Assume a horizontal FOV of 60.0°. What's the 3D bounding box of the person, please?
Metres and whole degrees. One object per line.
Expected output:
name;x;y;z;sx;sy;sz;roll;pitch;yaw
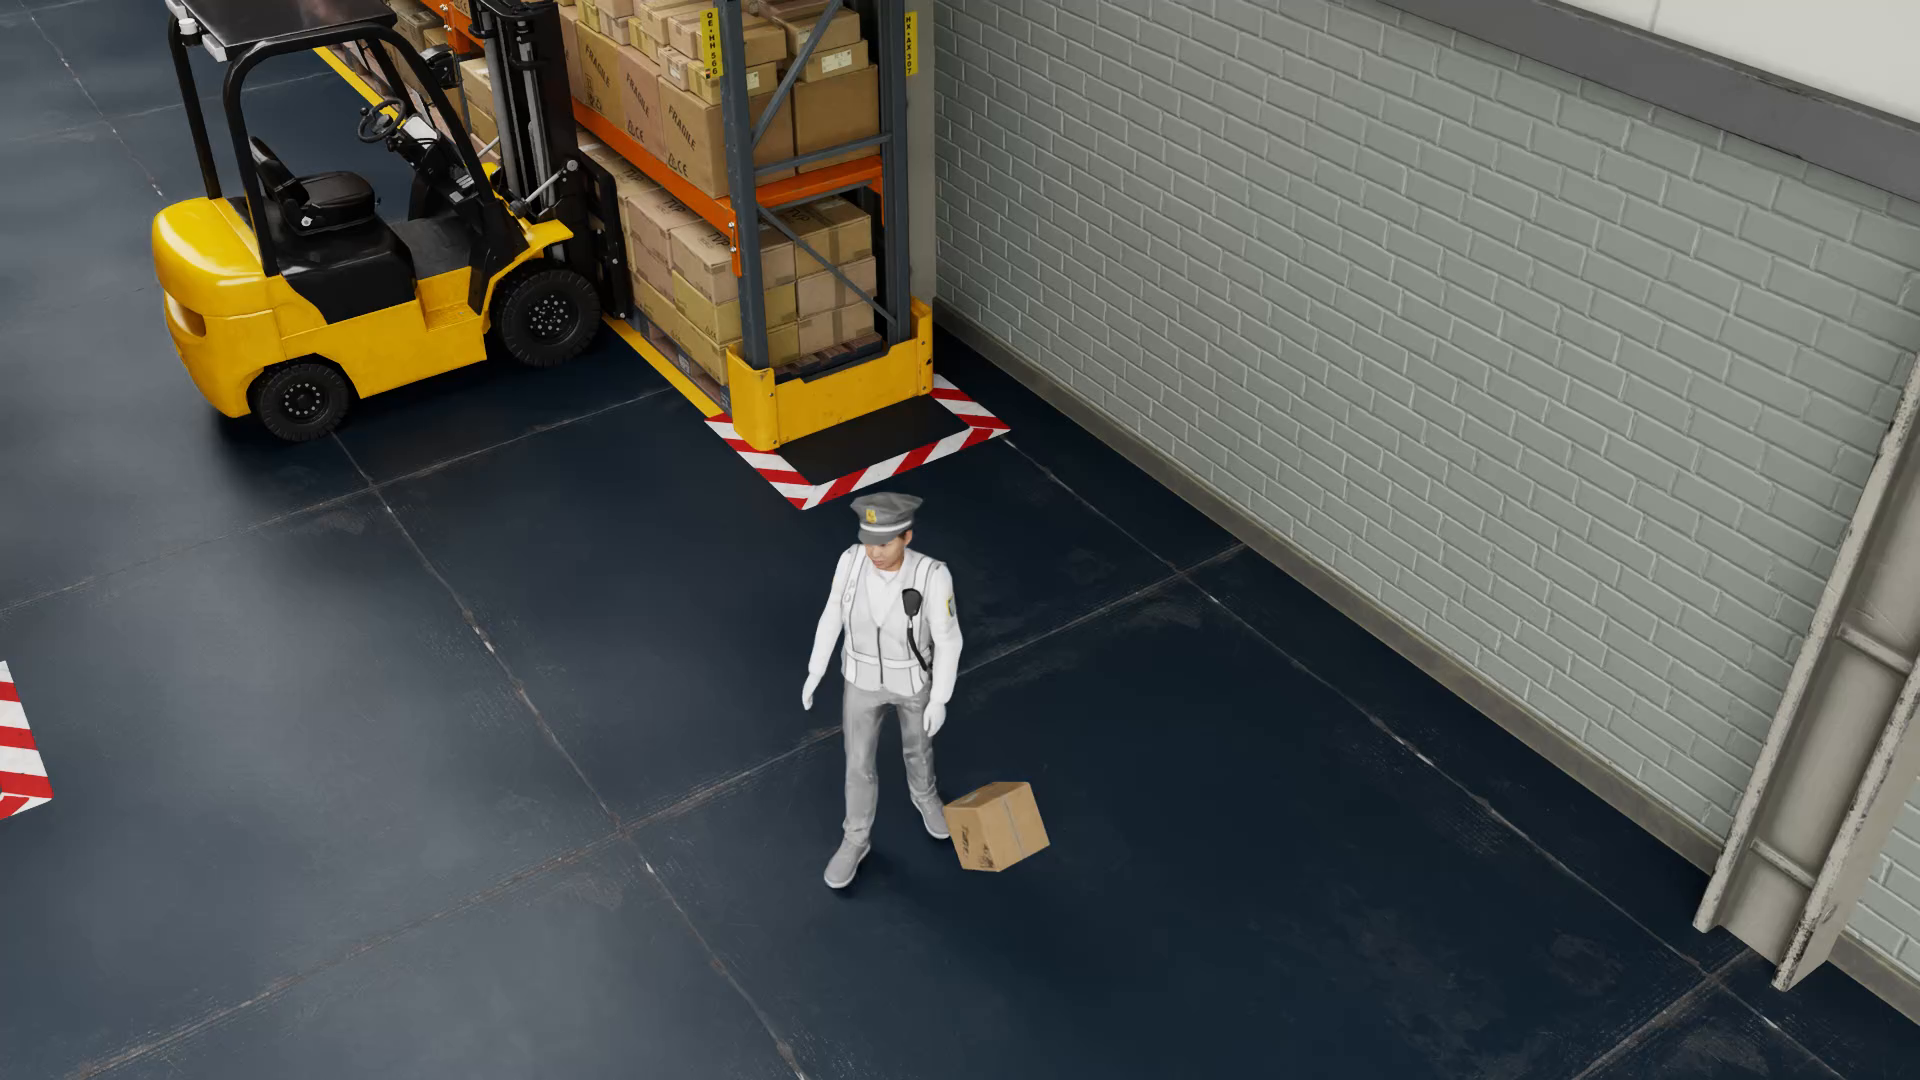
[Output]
person;-0.293;0.549;6.224;0.603;1.672;0.597;7;37;10
